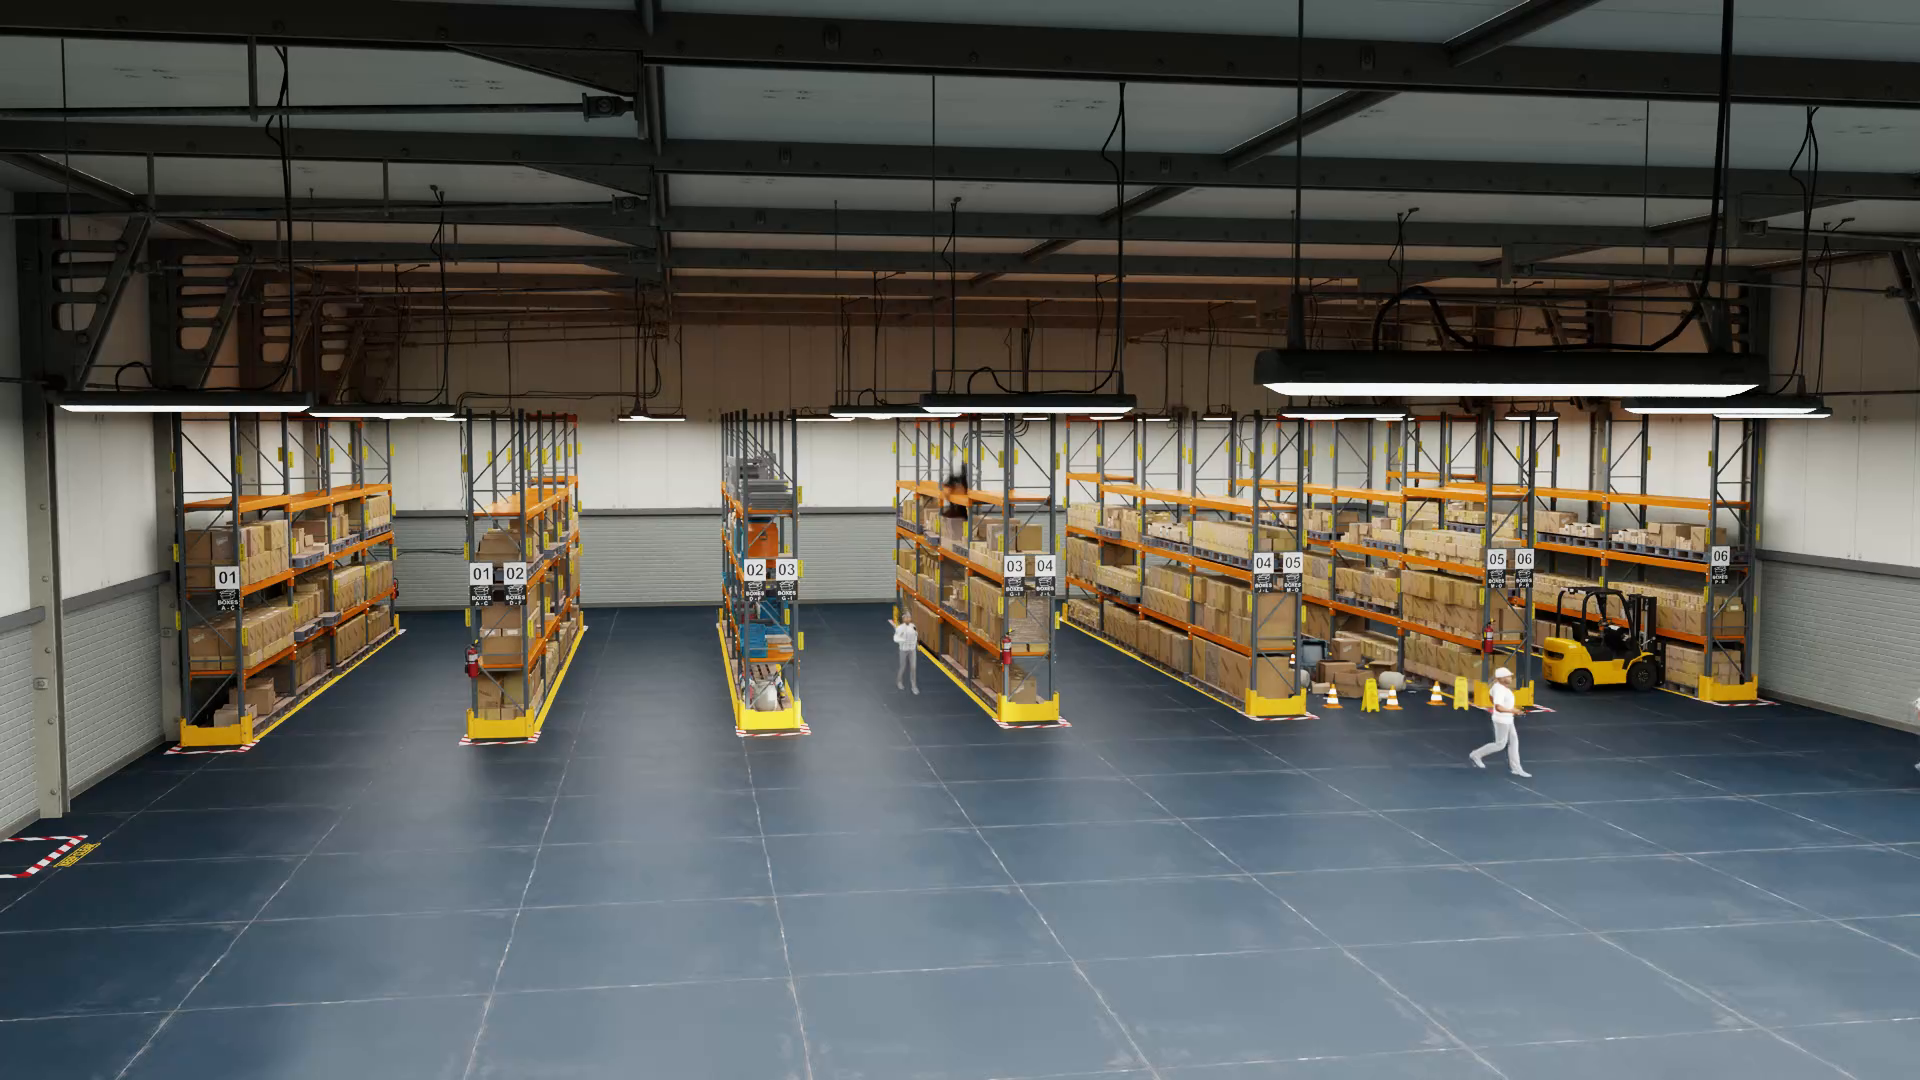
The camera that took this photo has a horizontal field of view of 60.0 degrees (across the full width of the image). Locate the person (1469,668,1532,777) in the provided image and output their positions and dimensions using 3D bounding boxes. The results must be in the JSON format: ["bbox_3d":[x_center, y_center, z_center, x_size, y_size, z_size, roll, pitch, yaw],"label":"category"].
[{"bbox_3d":[8.799,2.954,27.023,0.963,1.772,0.700,2,4,25],"label":"person"}]

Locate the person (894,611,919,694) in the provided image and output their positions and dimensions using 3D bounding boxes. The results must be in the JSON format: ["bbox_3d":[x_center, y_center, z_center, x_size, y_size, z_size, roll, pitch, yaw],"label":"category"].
[{"bbox_3d":[-1.092,2.309,34.576,0.612,1.701,0.920,-2,4,-23],"label":"person"}]
